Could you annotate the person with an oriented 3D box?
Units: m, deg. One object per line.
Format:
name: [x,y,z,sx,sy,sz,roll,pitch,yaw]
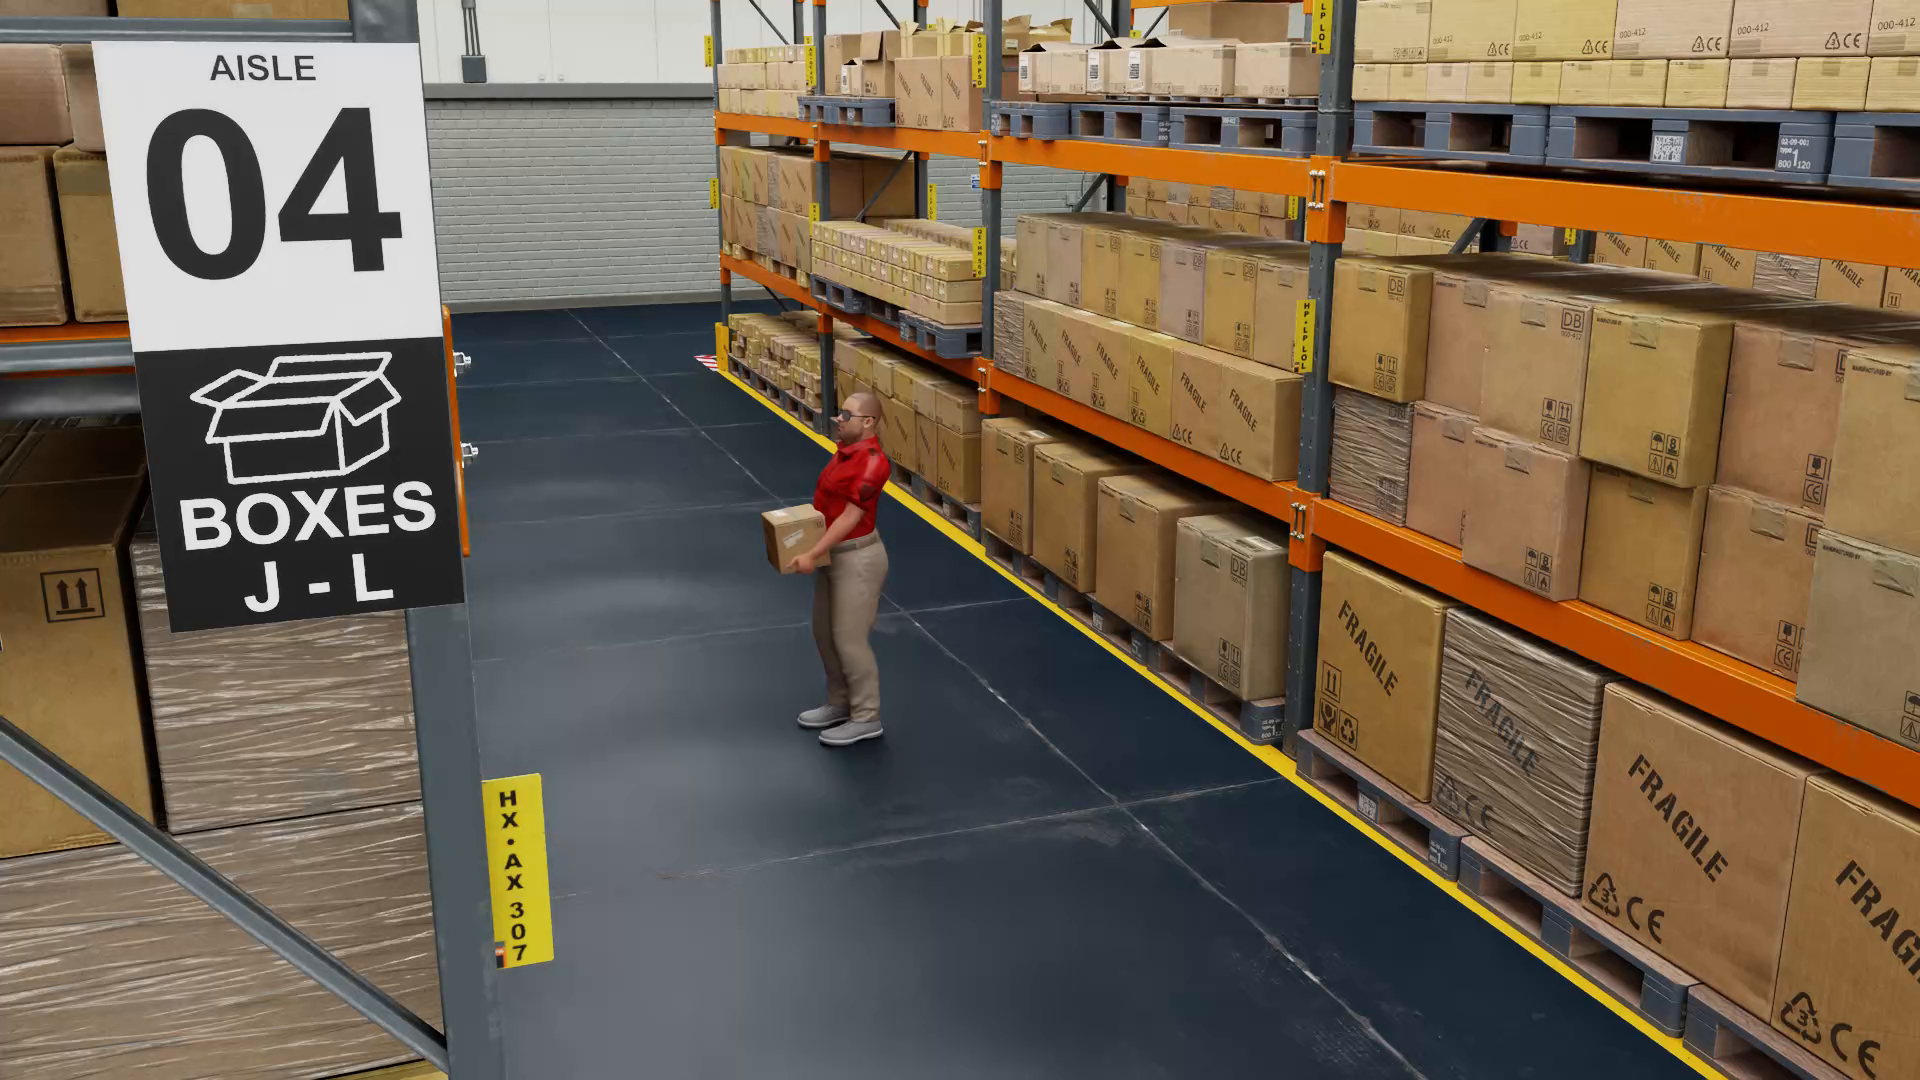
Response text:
person: [-0.619,0.134,8.093,0.530,1.712,0.493,-6,17,-20]
